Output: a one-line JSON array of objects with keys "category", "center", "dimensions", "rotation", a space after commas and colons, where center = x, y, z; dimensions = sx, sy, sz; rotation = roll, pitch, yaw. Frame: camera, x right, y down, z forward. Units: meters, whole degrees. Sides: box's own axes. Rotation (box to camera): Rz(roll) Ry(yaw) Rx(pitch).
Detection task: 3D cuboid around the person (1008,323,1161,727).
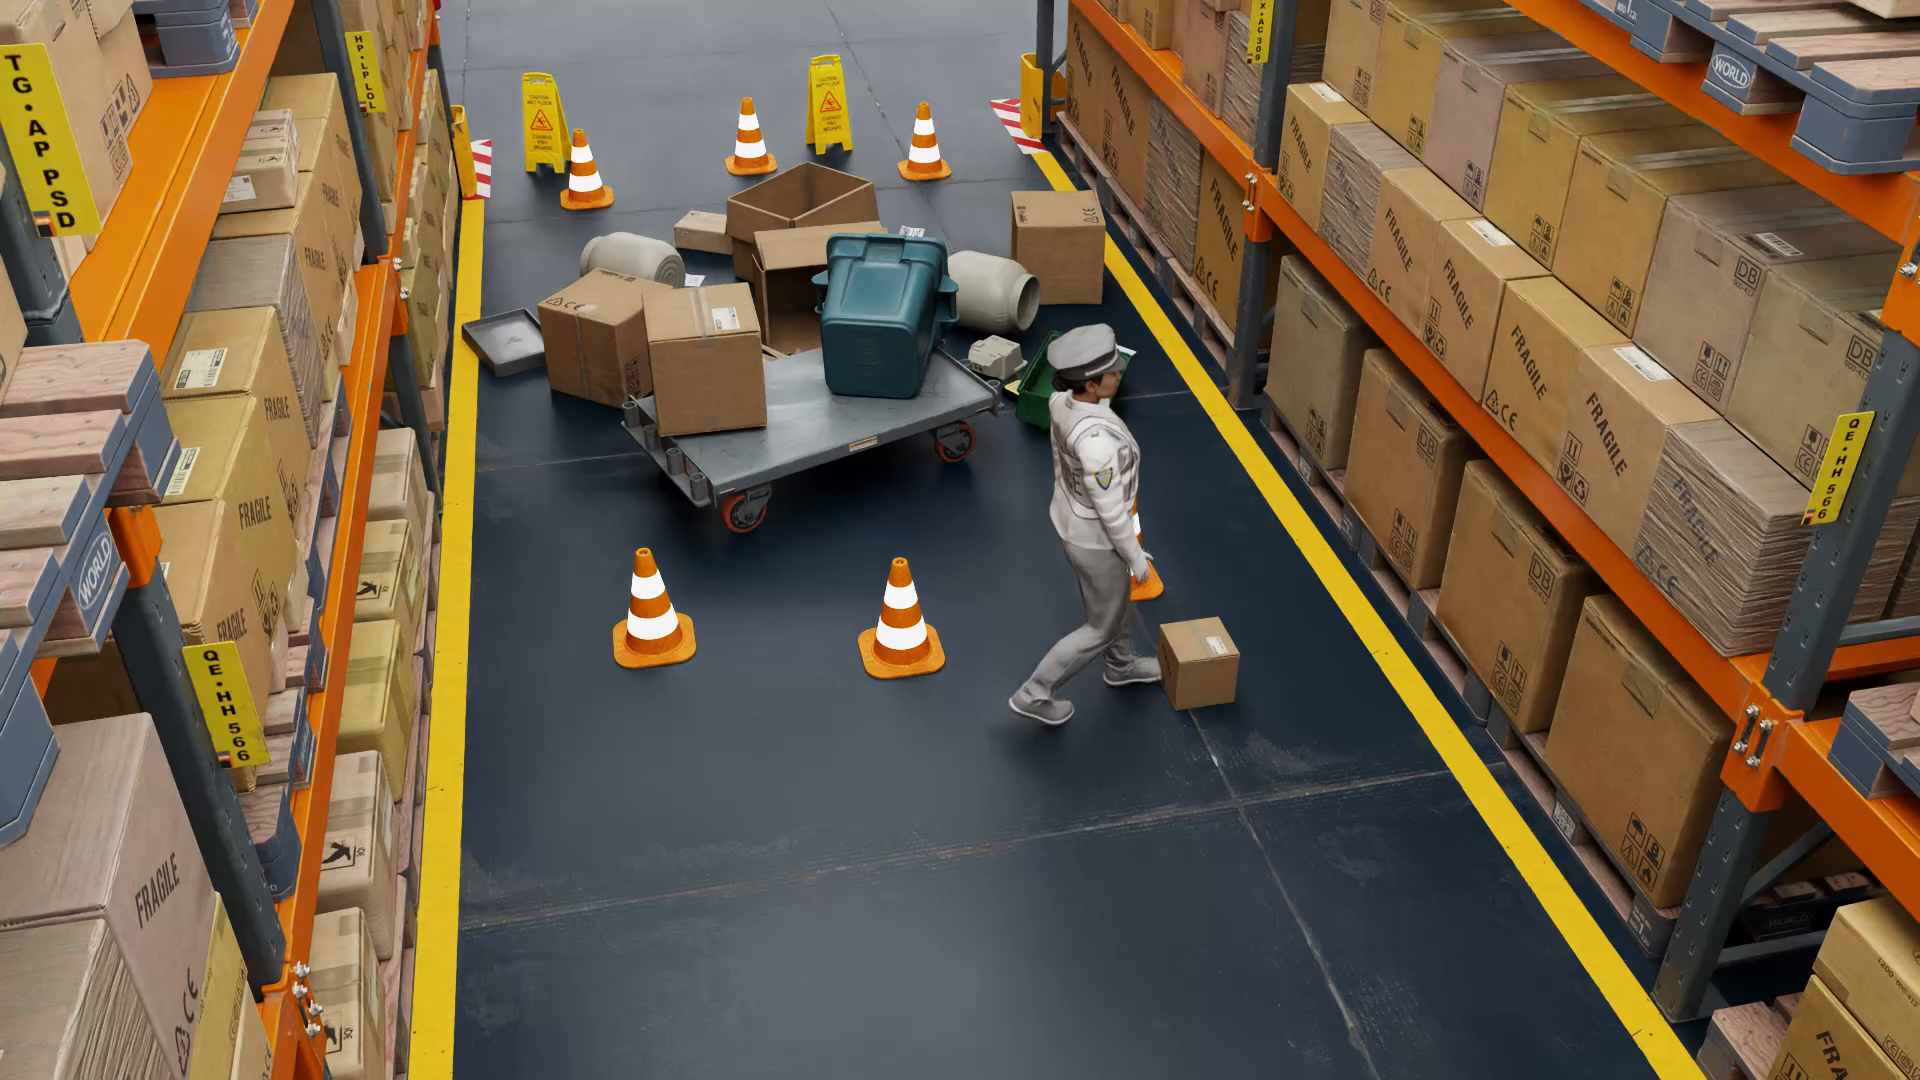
[{"category": "person", "center": [0.524, -0.041, 6.185], "dimensions": [0.739, 1.659, 0.492], "rotation": [-7, 35, -10]}]
